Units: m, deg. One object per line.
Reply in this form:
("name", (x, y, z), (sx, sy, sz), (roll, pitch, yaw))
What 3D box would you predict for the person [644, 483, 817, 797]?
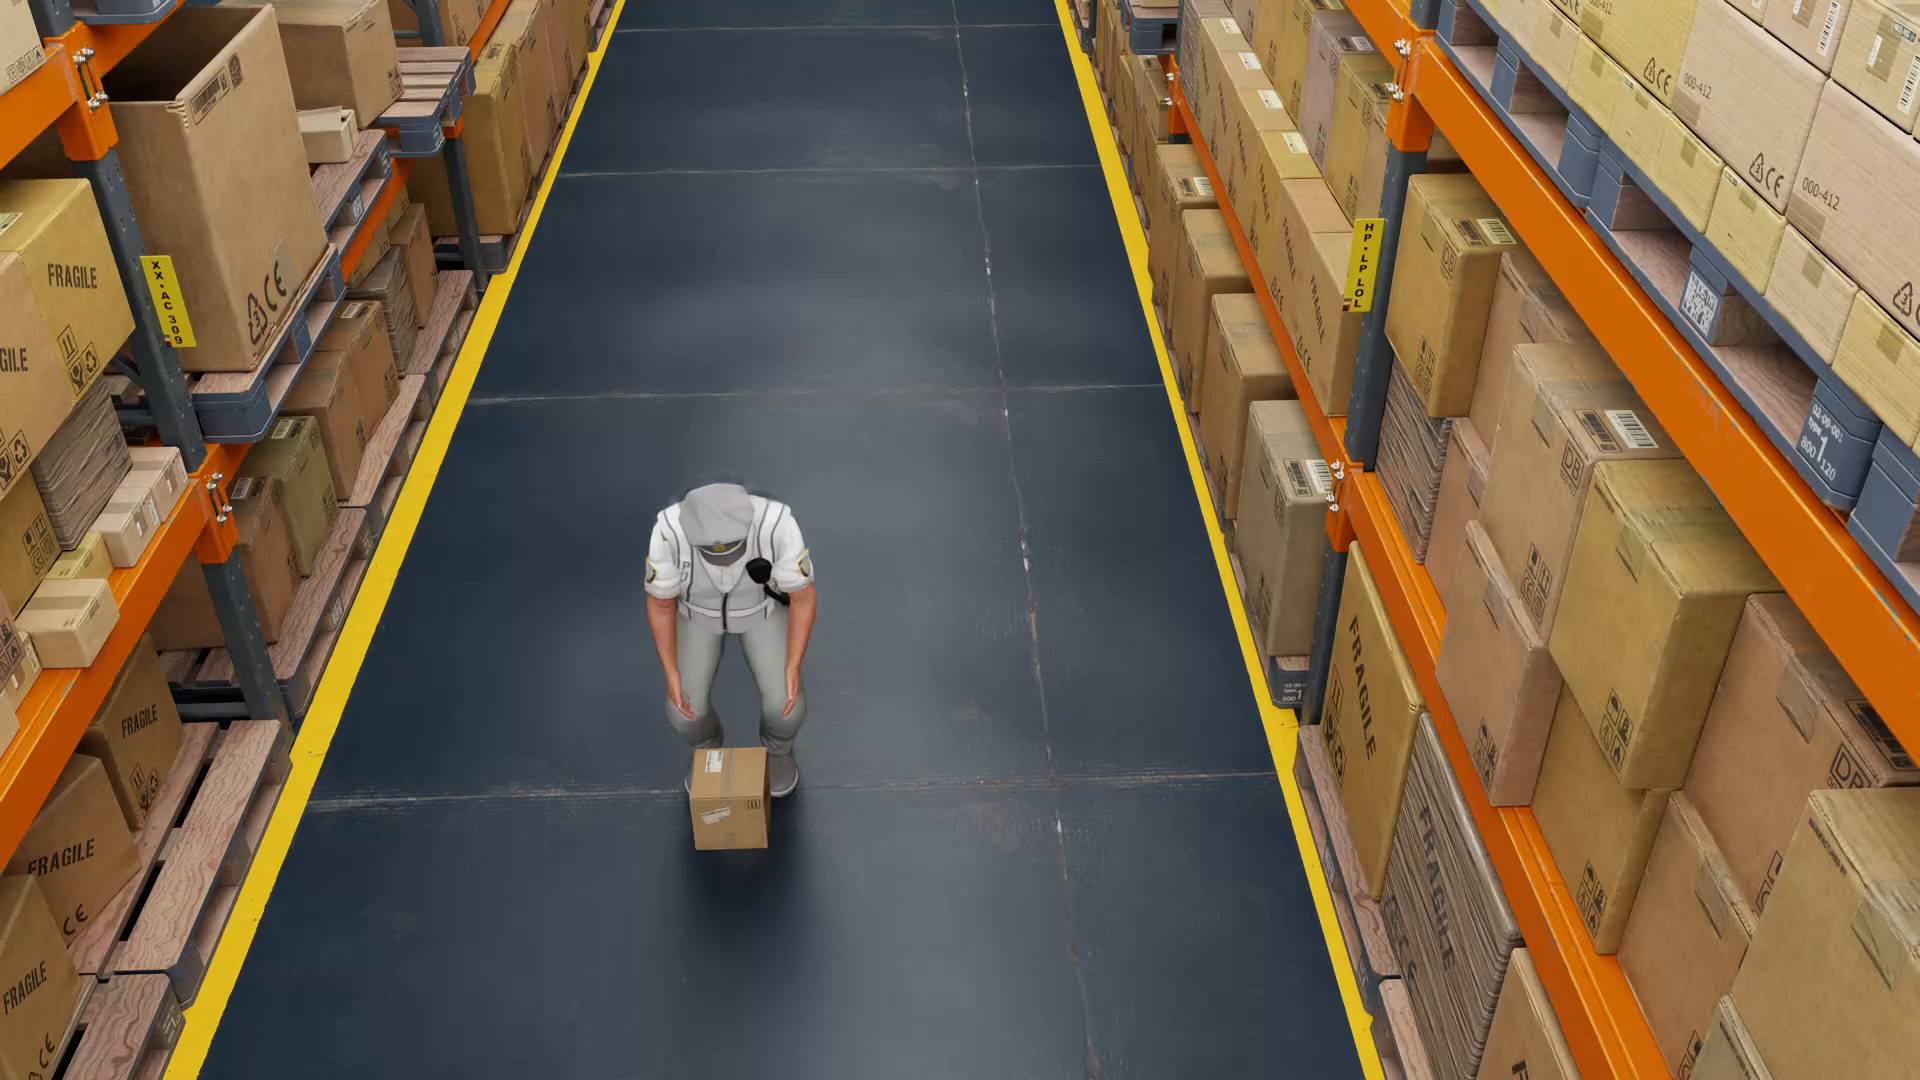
("person", (-0.794, 0.321, 5.936), (0.590, 1.469, 0.771), (-1, 35, -2))
